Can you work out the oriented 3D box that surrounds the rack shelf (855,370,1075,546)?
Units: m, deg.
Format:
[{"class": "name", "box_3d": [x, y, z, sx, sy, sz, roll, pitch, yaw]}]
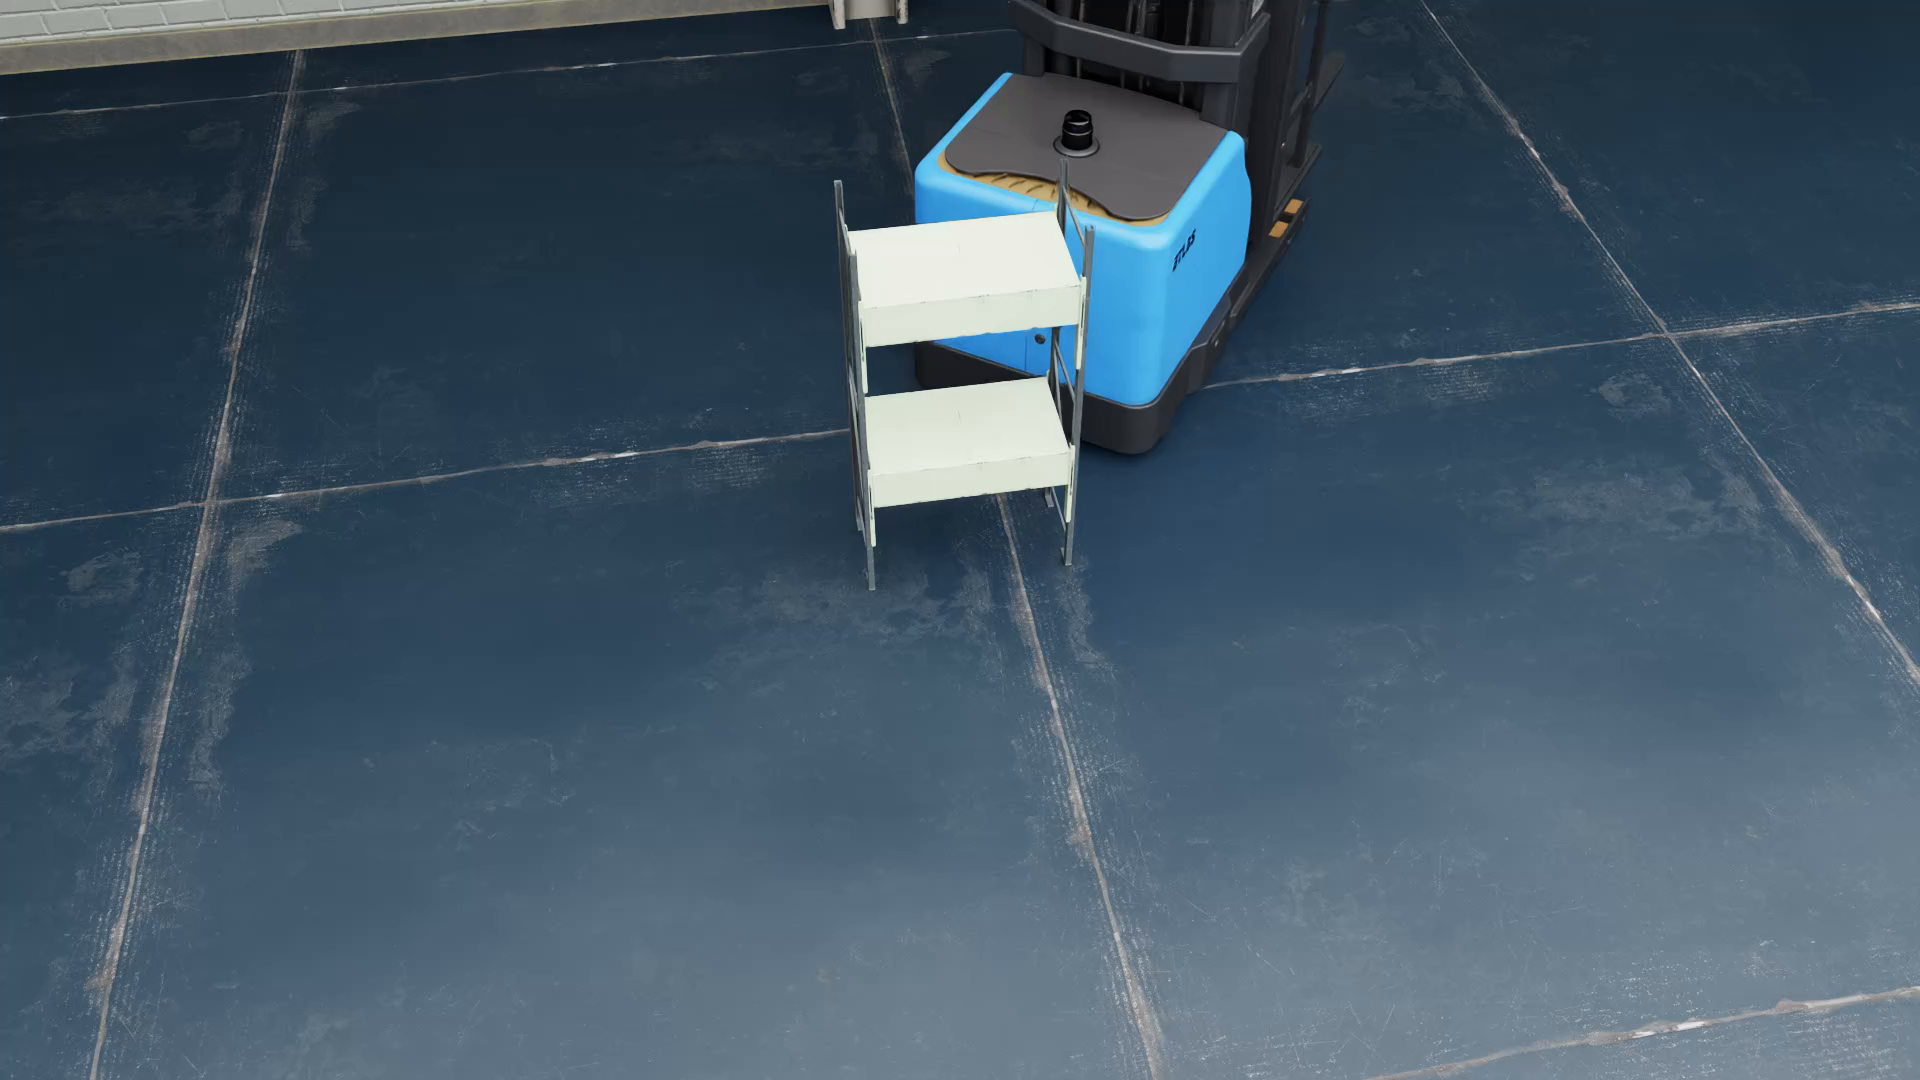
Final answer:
[{"class": "rack shelf", "box_3d": [0.007, -0.295, 5.945, 0.720, 0.370, 0.431, -7, 46, -7]}]

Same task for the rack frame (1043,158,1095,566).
[{"class": "rack frame", "box_3d": [0.367, -0.566, 5.754, 0.023, 1.500, 0.400, -7, 46, -7]}]

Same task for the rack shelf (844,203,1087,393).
[{"class": "rack shelf", "box_3d": [0.007, -0.792, 5.430, 0.720, 0.370, 0.431, -7, 46, -7]}]

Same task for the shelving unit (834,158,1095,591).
[{"class": "shelving unit", "box_3d": [0.007, -0.521, 5.711, 0.755, 1.500, 0.431, -7, 46, -7]}]

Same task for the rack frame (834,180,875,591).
[{"class": "rack frame", "box_3d": [-0.354, -0.476, 5.667, 0.023, 1.500, 0.400, -7, 46, -7]}]

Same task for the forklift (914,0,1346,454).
[{"class": "forklift", "box_3d": [0.934, -2.416, 6.542, 1.130, 2.935, 3.031, 20, 49, 18]}]
